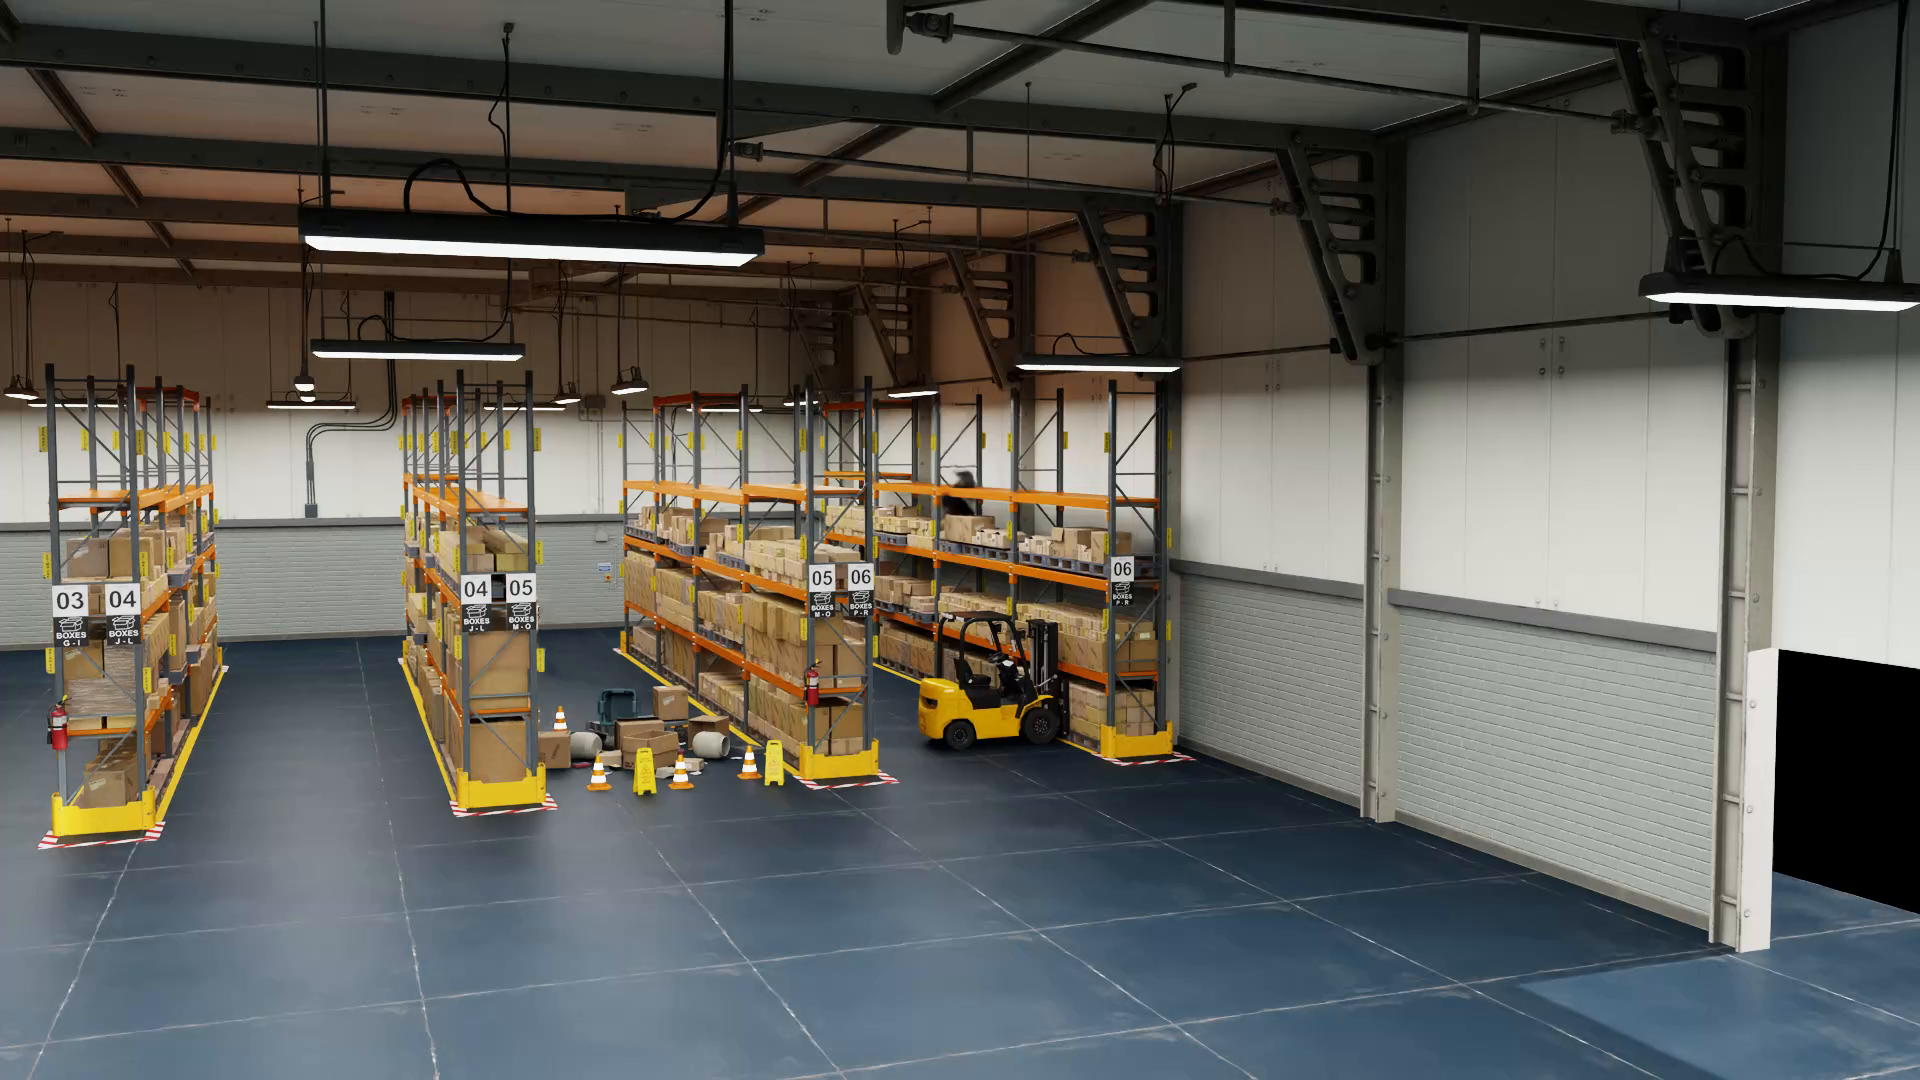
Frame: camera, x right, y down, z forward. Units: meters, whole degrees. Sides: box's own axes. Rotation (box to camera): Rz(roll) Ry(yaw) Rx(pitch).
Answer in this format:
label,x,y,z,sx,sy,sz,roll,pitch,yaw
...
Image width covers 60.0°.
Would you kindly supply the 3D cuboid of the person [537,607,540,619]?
label,x,y,z,sx,sy,sz,roll,pitch,yaw
person,-9.803,1.987,37.570,0.581,1.690,1.035,-3,4,-39
